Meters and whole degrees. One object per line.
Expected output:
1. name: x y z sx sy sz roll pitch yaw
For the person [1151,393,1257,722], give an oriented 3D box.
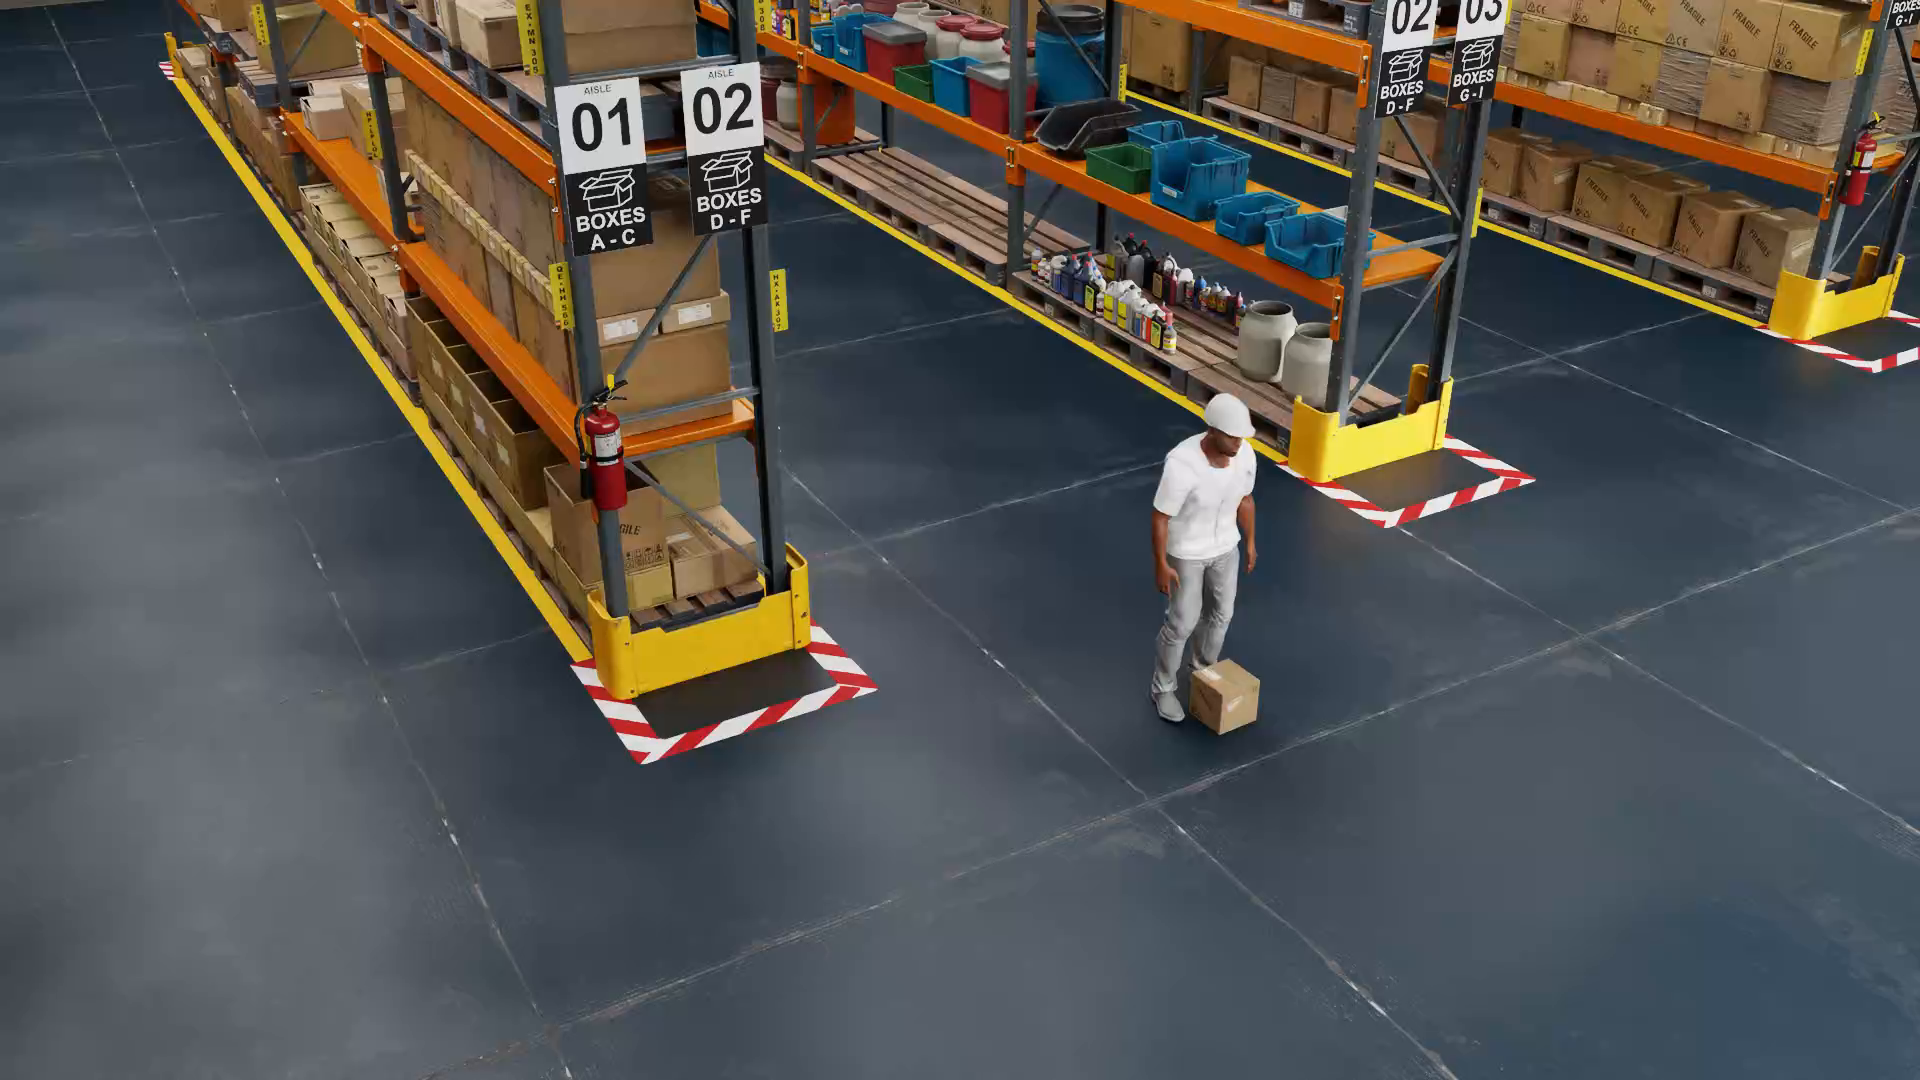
1. person: 1.242 0.061 8.434 0.628 1.761 0.456 -16 32 -26
